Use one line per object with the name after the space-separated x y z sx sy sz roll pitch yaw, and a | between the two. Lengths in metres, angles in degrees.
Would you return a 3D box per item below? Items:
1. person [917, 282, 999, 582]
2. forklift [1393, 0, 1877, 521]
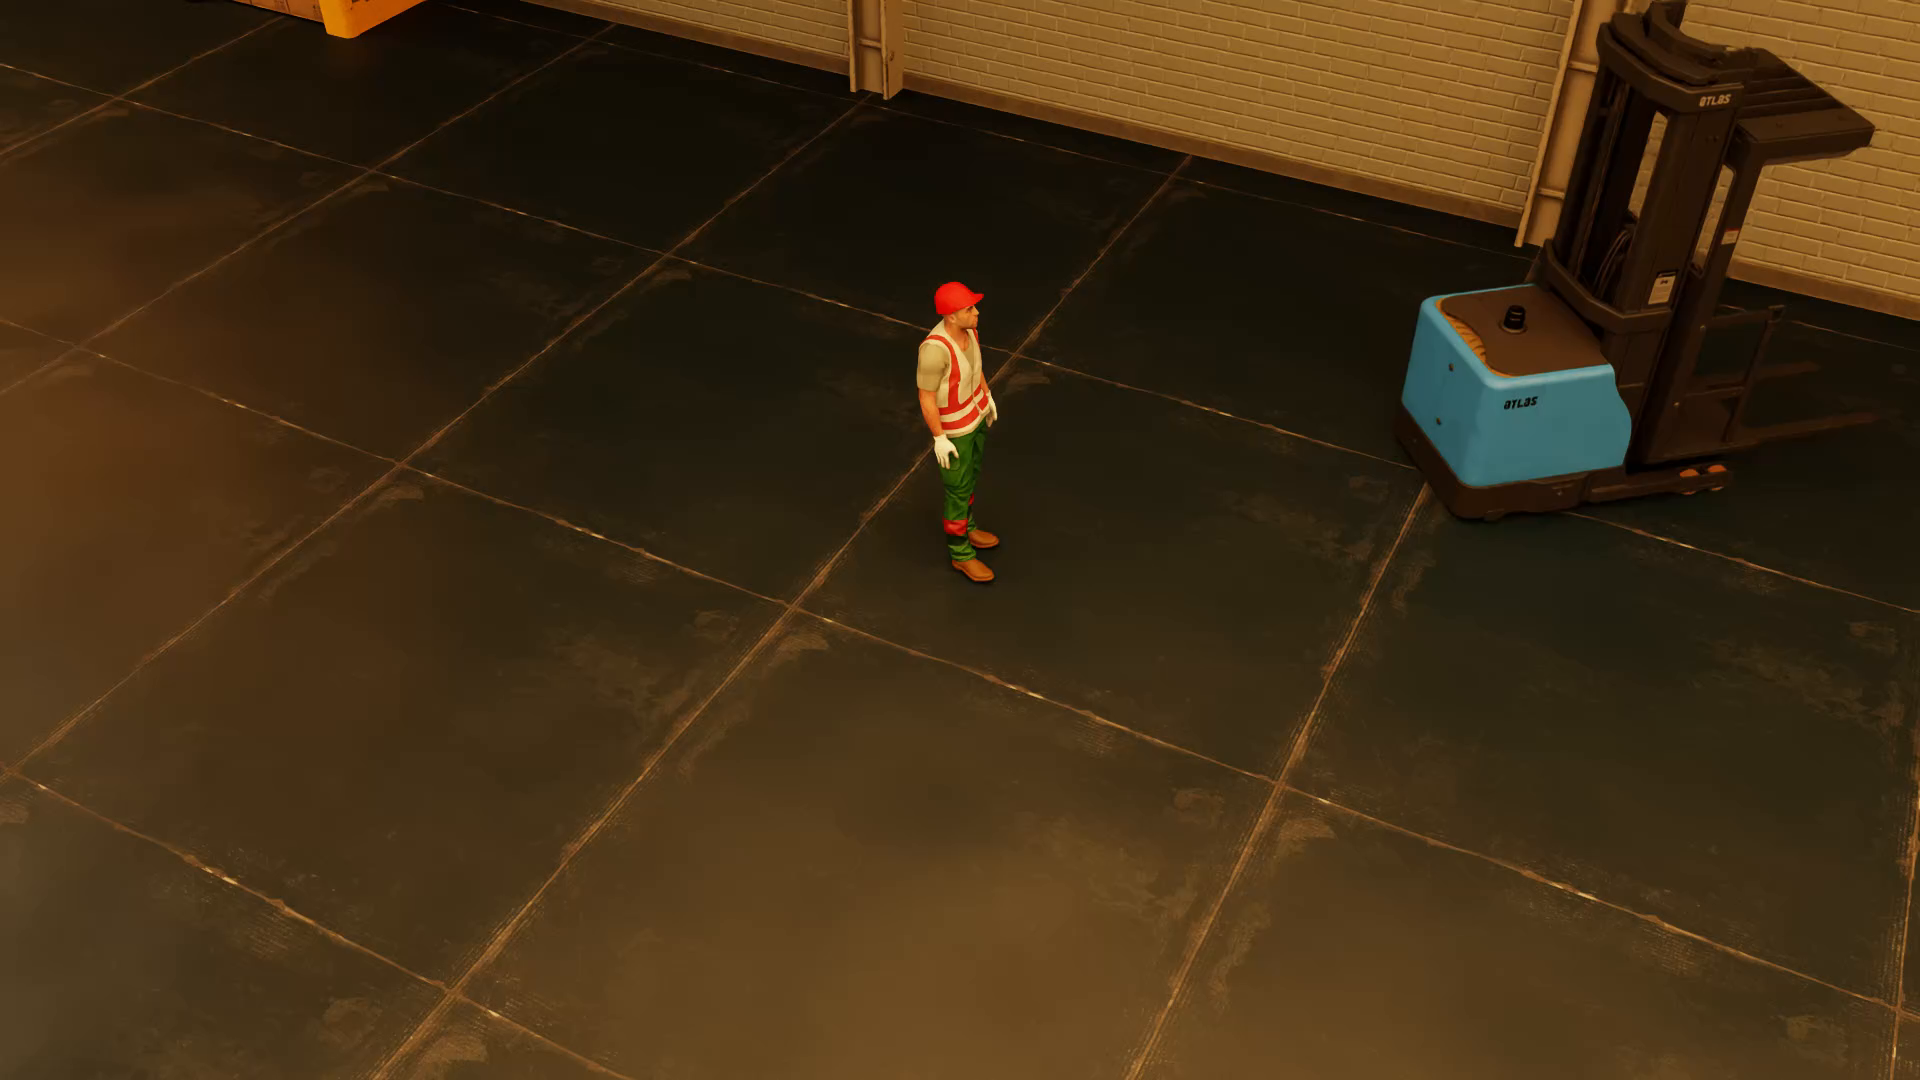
0.065 -0.657 9.646 0.564 1.782 0.637 18 43 21 | person
4.440 -1.732 10.043 3.031 2.935 1.130 -8 41 -10 | forklift
